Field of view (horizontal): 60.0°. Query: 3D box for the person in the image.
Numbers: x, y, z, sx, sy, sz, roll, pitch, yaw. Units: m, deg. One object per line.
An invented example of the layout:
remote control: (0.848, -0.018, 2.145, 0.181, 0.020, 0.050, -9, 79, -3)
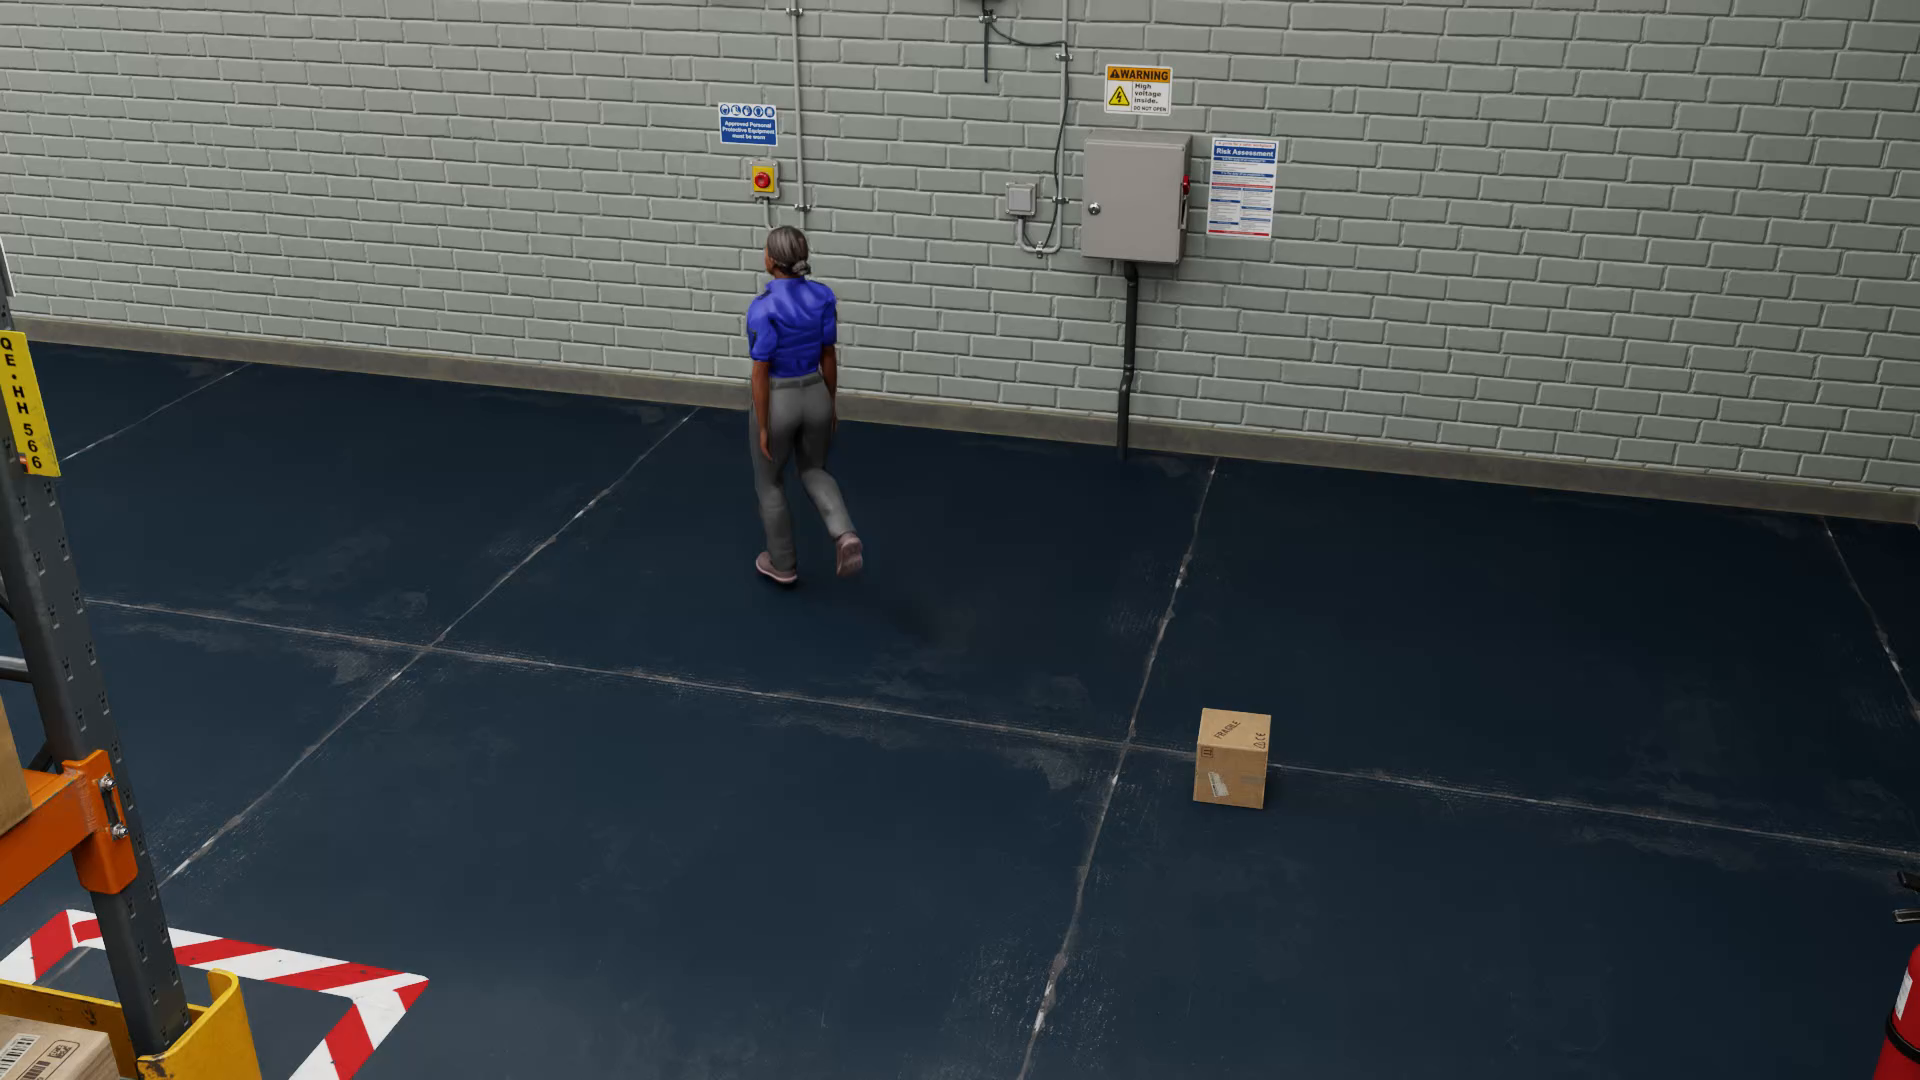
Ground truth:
person: (-0.705, -0.551, 7.218, 0.442, 1.640, 0.592, -17, 31, -32)
